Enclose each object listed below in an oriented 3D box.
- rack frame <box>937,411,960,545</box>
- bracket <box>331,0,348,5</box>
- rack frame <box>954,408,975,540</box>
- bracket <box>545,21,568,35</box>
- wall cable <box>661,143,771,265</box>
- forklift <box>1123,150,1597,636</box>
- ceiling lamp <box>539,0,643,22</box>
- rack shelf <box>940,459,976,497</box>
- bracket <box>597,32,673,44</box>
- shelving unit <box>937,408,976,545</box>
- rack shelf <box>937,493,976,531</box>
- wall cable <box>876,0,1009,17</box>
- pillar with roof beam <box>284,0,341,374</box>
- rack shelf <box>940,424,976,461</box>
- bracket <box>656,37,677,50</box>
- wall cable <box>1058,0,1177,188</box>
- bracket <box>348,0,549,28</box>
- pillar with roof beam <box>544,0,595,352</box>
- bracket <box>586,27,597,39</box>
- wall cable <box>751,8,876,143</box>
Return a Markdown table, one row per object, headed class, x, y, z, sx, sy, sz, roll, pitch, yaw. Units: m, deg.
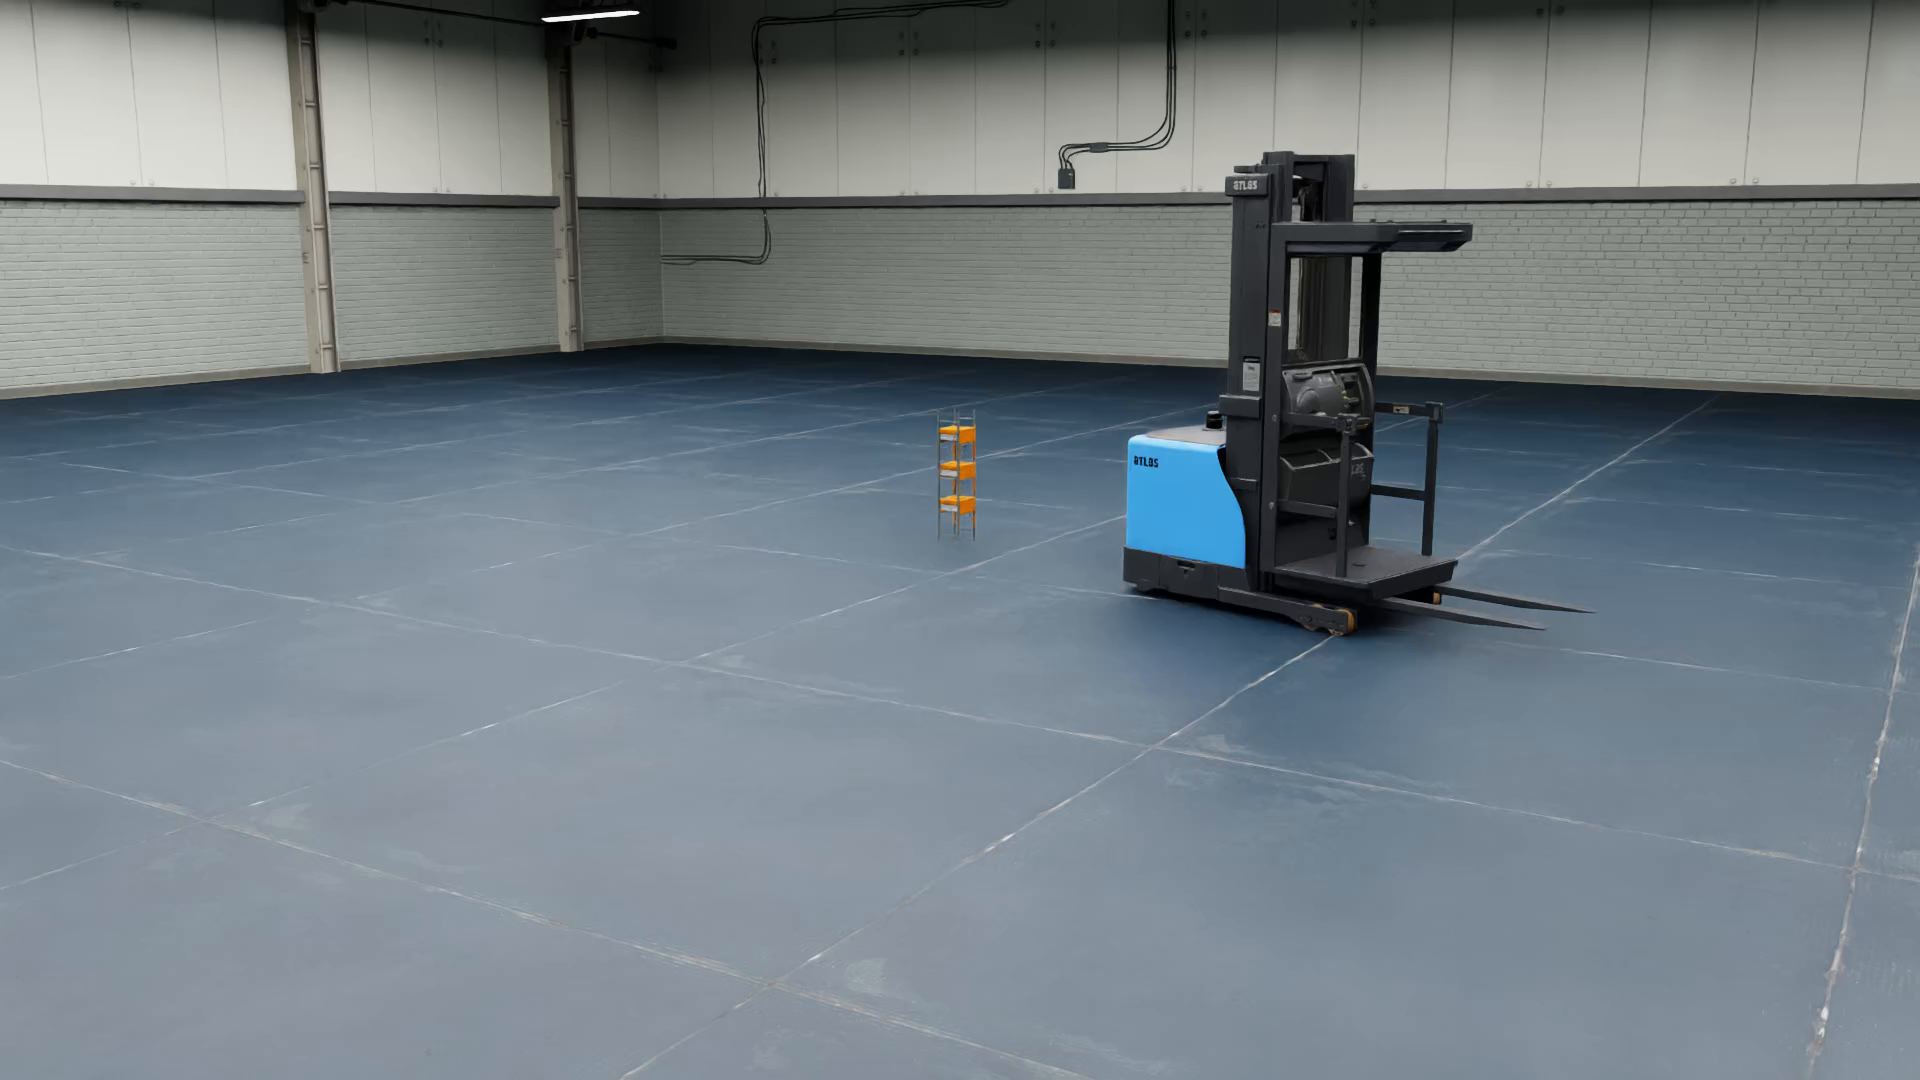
| class | x | y | z | sx | sy | sz | roll | pitch | yaw |
| --- | --- | --- | --- | --- | --- | --- | --- | --- | --- |
| rack frame | -0.091 | -0.488 | 13.125 | 0.200 | 1.050 | 0.008 | 6 | 12 | 31 |
| bracket | -10.539 | -9.146 | 27.987 | 0.235 | 0.232 | 0.430 | 6 | 12 | 31 |
| rack frame | 0.036 | -0.527 | 13.330 | 0.200 | 1.050 | 0.008 | 6 | 12 | 31 |
| bracket | -7.854 | -9.959 | 32.330 | 0.235 | 0.232 | 0.430 | 6 | 12 | 31 |
| wall cable | -5.283 | -7.100 | 35.277 | 3.097 | 2.526 | 0.112 | 6 | 12 | 31 |
| forklift | 2.510 | -0.958 | 10.520 | 1.130 | 2.935 | 3.031 | -10 | 15 | -43 |
| ceiling lamp | -5.889 | -10.097 | 26.984 | 2.000 | 3.185 | 0.800 | 6 | 12 | 31 |
| rack shelf | -0.028 | -0.497 | 13.229 | 0.215 | 0.259 | 0.240 | 6 | 12 | 31 |
| bracket | -6.500 | -10.370 | 34.522 | 0.076 | 0.066 | 3.189 | 6 | 12 | 31 |
| shelving unit | -0.028 | -0.508 | 13.227 | 0.215 | 1.050 | 0.252 | 6 | 12 | 31 |
| rack shelf | -0.028 | -0.224 | 13.280 | 0.215 | 0.259 | 0.240 | 6 | 12 | 31 |
| wall cable | -0.326 | -11.264 | 31.434 | 3.097 | 2.526 | 0.112 | 6 | 12 | 31 |
| pillar with roof beam | -7.378 | -6.934 | 25.954 | 9.100 | 9.000 | 0.548 | 6 | 12 | 31 |
| rack shelf | -0.028 | -0.776 | 13.177 | 0.215 | 0.259 | 0.240 | 6 | 12 | 31 |
| bracket | -6.193 | -10.463 | 35.018 | 0.235 | 0.232 | 0.430 | 6 | 12 | 31 |
| wall cable | 2.823 | -9.388 | 29.820 | 2.305 | 6.003 | 0.169 | 6 | 12 | 31 |
| bracket | -9.192 | -9.554 | 30.166 | 0.076 | 0.066 | 4.783 | 6 | 12 | 31 |
| pillar with roof beam | -4.263 | -7.878 | 30.994 | 9.100 | 9.000 | 0.548 | 6 | 12 | 31 |
| bracket | -7.424 | -10.090 | 33.028 | 0.235 | 0.232 | 0.430 | 6 | 12 | 31 |
| wall cable | -2.971 | -9.324 | 33.432 | 3.097 | 2.526 | 0.112 | 6 | 12 | 31 |
